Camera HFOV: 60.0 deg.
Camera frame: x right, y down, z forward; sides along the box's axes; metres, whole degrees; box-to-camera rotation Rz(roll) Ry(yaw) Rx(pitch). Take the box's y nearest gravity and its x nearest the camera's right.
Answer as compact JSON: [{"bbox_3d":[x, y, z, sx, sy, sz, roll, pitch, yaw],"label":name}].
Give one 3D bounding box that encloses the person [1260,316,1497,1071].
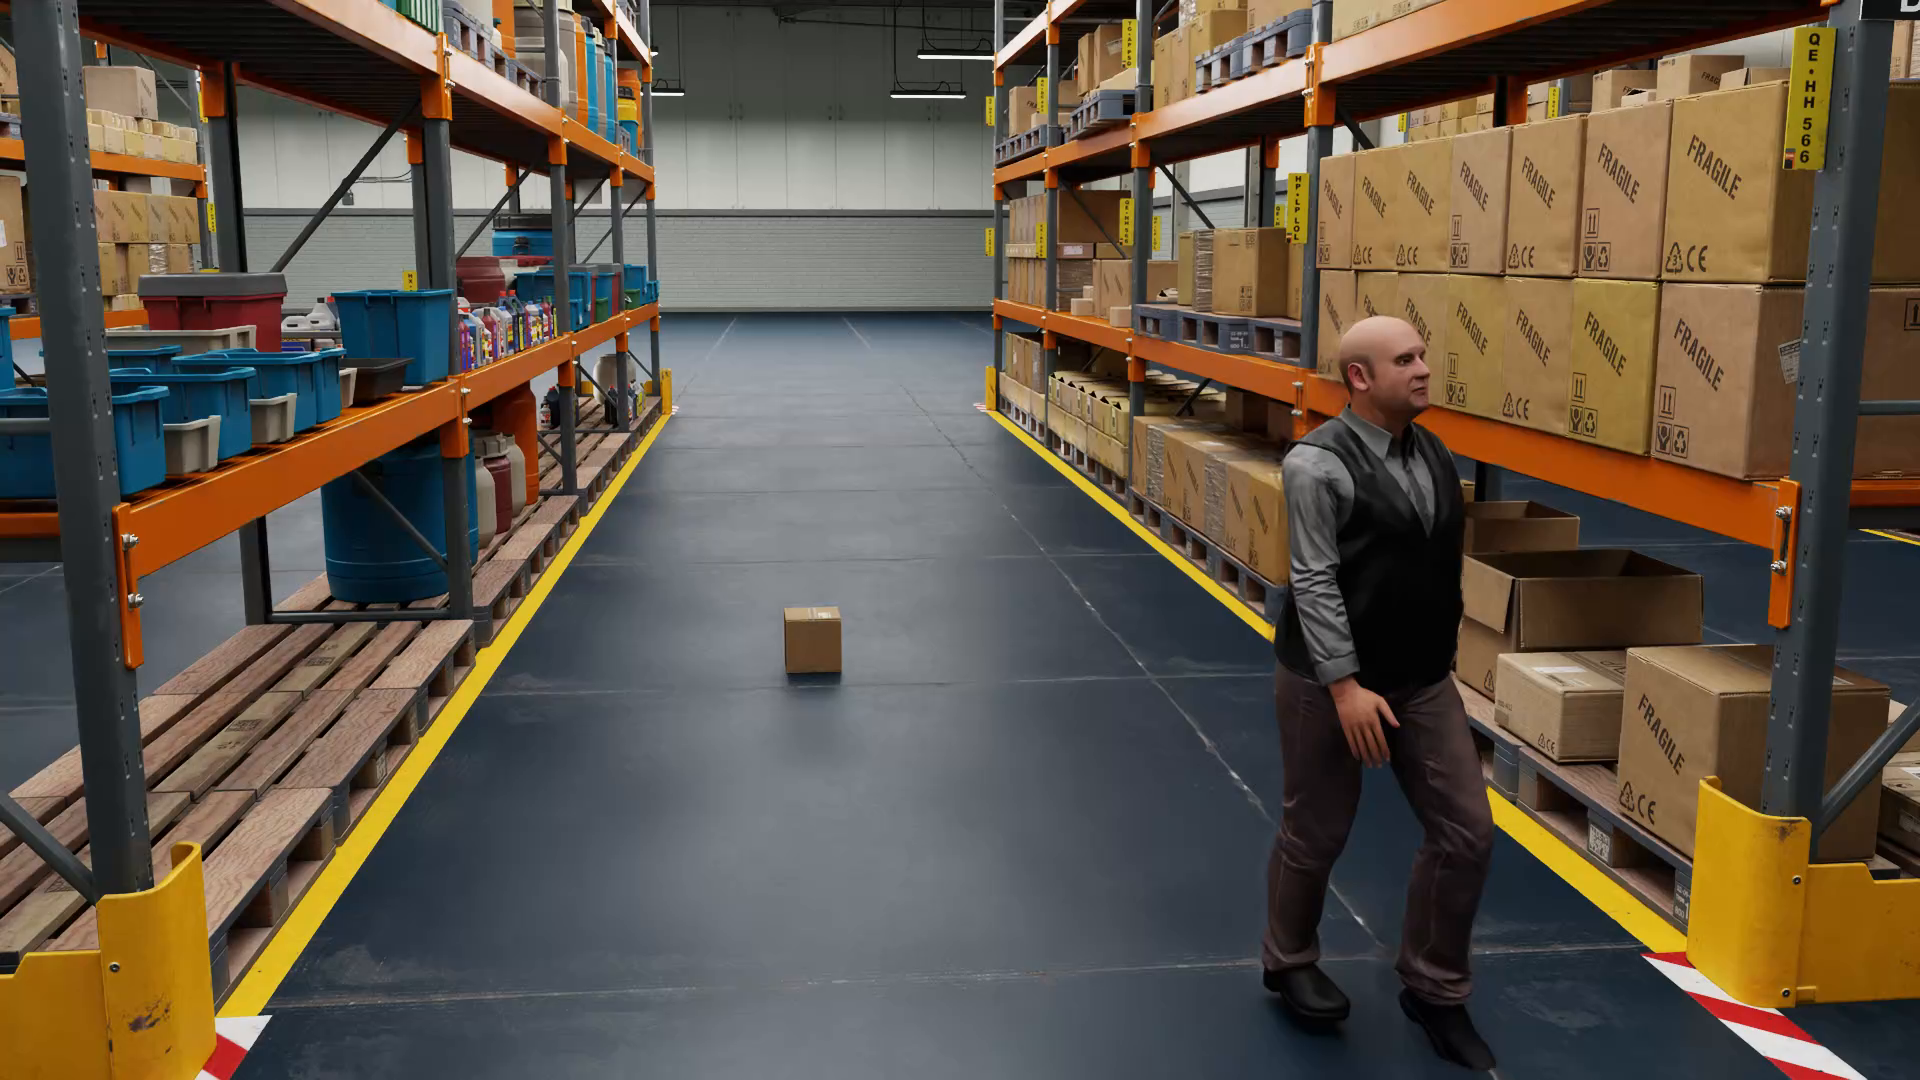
[{"bbox_3d":[0.963,0.370,3.922,0.550,1.784,0.598,-5,11,-26],"label":"person"}]
